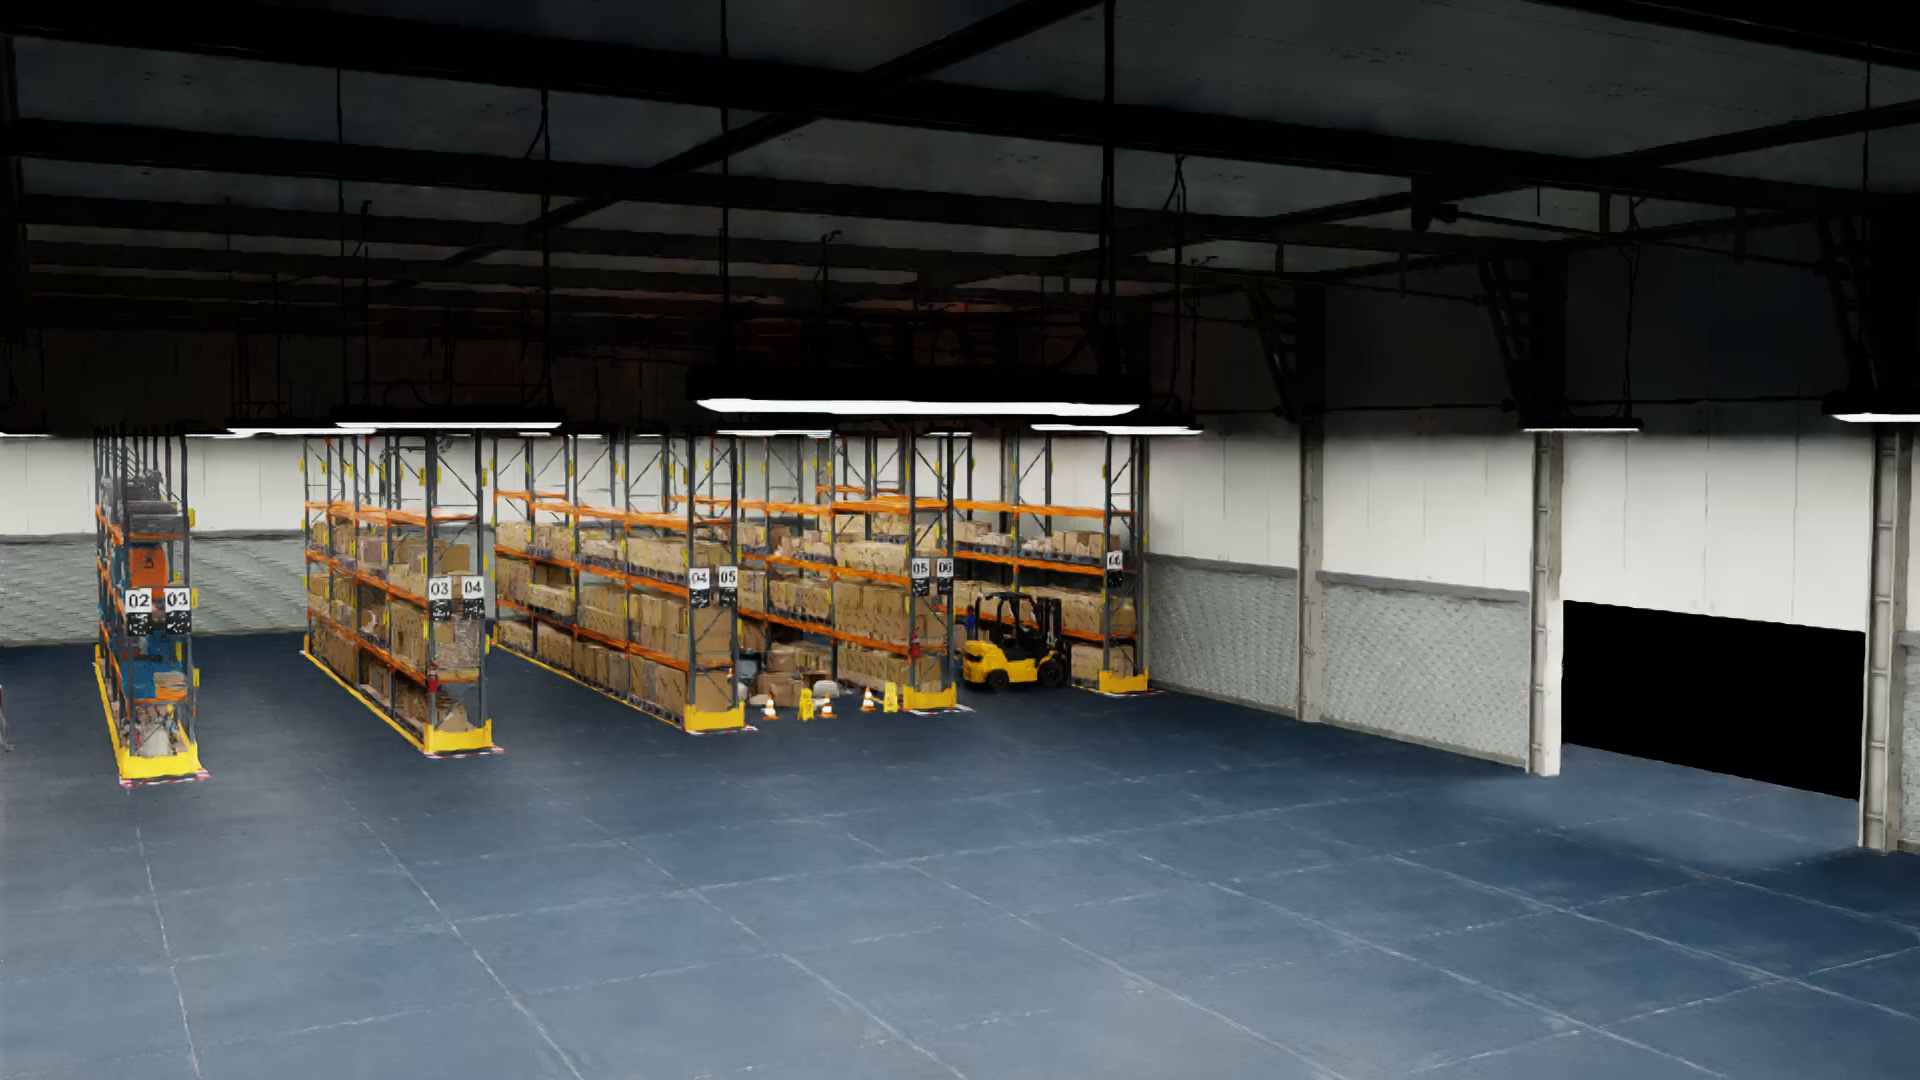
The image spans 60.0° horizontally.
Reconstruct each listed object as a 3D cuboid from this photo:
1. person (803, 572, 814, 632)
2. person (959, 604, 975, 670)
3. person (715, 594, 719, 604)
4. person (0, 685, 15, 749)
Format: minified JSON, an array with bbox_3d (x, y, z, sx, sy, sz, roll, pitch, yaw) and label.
[{"bbox_3d":[-4.569,1.844,49.334,0.637,1.776,0.759,-2,4,-23],"label":"person"},{"bbox_3d":[0.247,2.405,41.090,0.524,1.645,0.531,0,3,-5],"label":"person"},{"bbox_3d":[-6.156,2.241,42.506,0.490,1.787,0.608,0,3,0],"label":"person"},{"bbox_3d":[-17.872,3.058,30.597,0.822,1.608,0.622,3,5,45],"label":"person"}]
